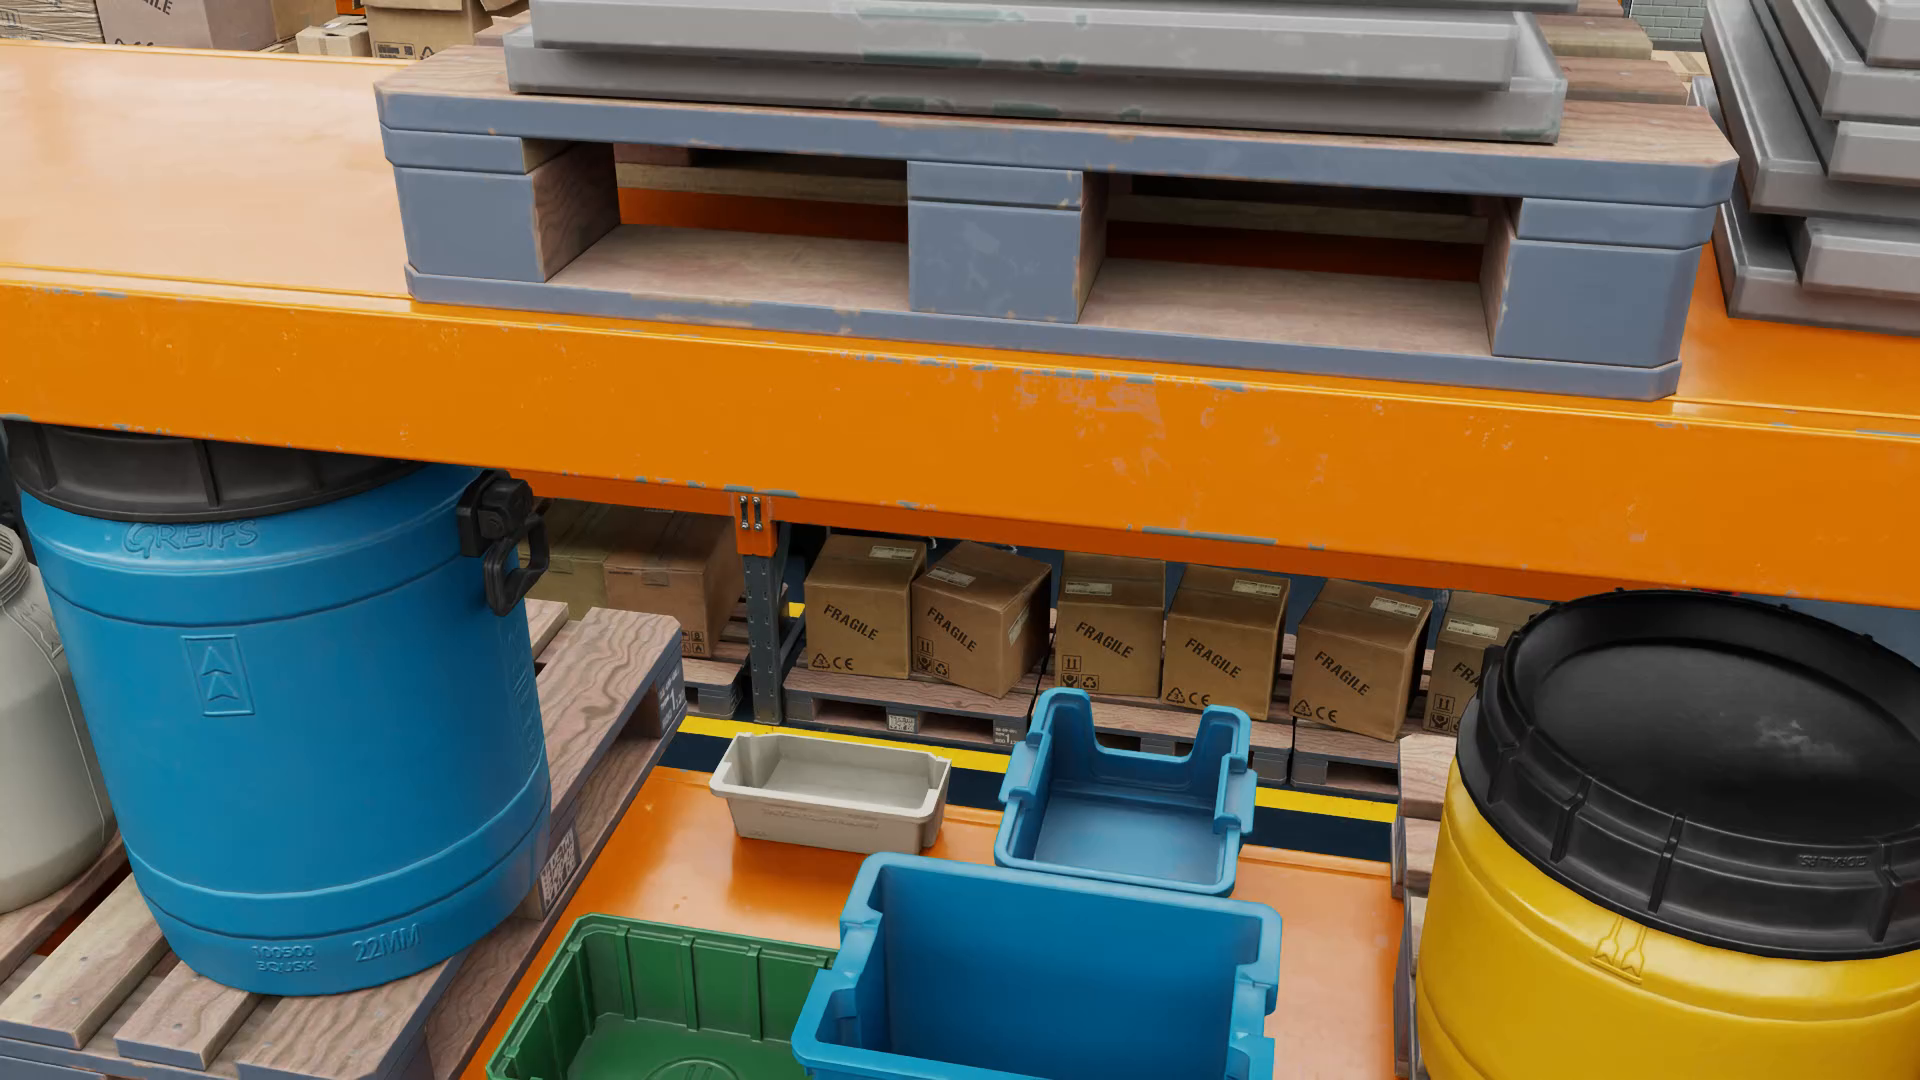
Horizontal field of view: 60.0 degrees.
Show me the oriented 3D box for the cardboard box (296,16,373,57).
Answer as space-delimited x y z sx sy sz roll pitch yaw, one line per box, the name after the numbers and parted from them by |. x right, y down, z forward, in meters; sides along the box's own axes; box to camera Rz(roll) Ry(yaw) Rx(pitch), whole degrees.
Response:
-2.693 -2.186 7.301 0.250 0.166 0.380 5 29 9 | cardboard box

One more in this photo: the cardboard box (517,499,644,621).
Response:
-1.897 0.128 8.537 0.500 0.500 0.700 6 29 10 | cardboard box

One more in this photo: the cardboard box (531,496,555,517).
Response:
-2.444 0.072 8.640 0.500 0.500 0.700 3 29 6 | cardboard box

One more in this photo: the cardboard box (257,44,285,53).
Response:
-3.337 -2.033 7.372 0.500 0.250 0.500 6 29 12 | cardboard box

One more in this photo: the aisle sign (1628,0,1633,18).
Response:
4.214 -3.557 10.417 0.004 0.787 0.394 6 29 11 | aisle sign

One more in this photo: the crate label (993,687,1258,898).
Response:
0.277 0.487 2.769 0.408 0.251 0.502 6 29 11 | crate label

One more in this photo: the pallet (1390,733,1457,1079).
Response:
1.250 0.718 2.387 1.213 0.211 1.003 6 29 11 | pallet

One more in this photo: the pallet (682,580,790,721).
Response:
-1.600 0.499 8.619 1.213 0.211 1.003 6 29 11 | pallet

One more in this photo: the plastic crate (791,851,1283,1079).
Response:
0.111 0.722 2.202 0.575 0.384 0.392 6 29 11 | plastic crate

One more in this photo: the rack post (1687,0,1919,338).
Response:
1.326 -0.468 1.754 0.954 0.300 0.937 9 30 16 | rack post

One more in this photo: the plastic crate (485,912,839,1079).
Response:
-0.387 0.742 2.368 0.450 0.188 0.336 6 29 11 | plastic crate

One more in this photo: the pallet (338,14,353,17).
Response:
-8.618 -7.526 23.277 1.213 0.211 1.003 6 29 11 | pallet

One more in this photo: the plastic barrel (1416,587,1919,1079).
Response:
0.897 0.443 2.060 0.600 0.588 0.600 0 29 0 | plastic barrel

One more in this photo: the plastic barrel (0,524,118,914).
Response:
-1.493 0.265 2.464 0.421 0.512 0.421 0 29 0 | plastic barrel

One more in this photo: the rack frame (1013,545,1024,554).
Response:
0.345 -0.455 9.331 0.015 1.200 0.240 9 30 15 | rack frame

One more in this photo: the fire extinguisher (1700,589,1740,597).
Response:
3.089 0.016 6.678 0.183 0.674 0.296 6 29 11 | fire extinguisher

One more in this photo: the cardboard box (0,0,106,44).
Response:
-3.849 -2.407 7.274 0.500 0.500 0.500 6 29 11 | cardboard box

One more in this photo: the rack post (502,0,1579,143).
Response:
0.137 -0.698 1.733 0.954 0.300 0.937 5 29 10 | rack post

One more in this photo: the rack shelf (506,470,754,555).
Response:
-2.795 -0.532 8.347 4.000 0.370 1.077 6 29 11 | rack shelf

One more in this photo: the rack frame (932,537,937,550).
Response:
-0.120 -0.526 9.461 0.015 1.200 0.240 9 30 15 | rack frame

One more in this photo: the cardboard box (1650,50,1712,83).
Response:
2.852 -1.807 6.544 0.250 0.149 0.380 6 29 10 | cardboard box

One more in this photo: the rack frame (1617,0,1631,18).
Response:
4.208 -2.565 11.312 0.127 3.000 1.000 6 29 11 | rack frame

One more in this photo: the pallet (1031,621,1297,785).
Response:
1.022 0.748 8.164 1.213 0.211 1.003 6 29 11 | pallet

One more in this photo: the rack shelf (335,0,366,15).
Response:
-4.637 -5.587 17.581 4.000 0.370 1.077 6 29 11 | rack shelf

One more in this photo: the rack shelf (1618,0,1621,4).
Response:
2.252 -3.766 11.131 4.000 0.370 1.077 6 29 11 | rack shelf

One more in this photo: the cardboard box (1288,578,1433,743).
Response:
1.874 0.552 7.784 0.500 0.500 0.500 14 32 24 | cardboard box

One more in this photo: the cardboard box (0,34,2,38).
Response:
-4.345 -2.459 7.370 0.500 0.500 0.500 6 29 11 | cardboard box

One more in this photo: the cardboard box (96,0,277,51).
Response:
-3.356 -2.359 7.188 0.500 0.500 0.500 5 29 9 | cardboard box

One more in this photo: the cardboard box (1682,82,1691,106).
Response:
2.736 -1.552 6.079 0.250 0.149 0.380 6 29 11 | cardboard box

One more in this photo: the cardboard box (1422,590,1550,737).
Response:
2.466 0.596 7.704 0.500 0.500 0.500 11 31 20 | cardboard box

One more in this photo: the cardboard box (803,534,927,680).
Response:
-0.456 0.324 8.200 0.500 0.500 0.500 5 29 9 | cardboard box

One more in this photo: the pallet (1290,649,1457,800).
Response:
2.212 0.871 7.938 1.213 0.211 1.003 6 29 11 | pallet

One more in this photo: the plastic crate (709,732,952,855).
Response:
-0.219 0.450 2.955 0.396 0.136 0.243 6 29 11 | plastic crate

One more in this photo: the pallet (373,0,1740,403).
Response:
0.136 -0.503 1.912 1.213 0.211 1.003 6 29 11 | pallet

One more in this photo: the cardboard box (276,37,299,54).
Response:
-3.256 -2.271 7.806 0.500 0.250 0.500 7 29 12 | cardboard box

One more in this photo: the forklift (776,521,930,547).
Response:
-1.545 -1.566 9.559 3.031 2.935 1.130 9 30 15 | forklift

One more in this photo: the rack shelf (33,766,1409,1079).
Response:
0.083 0.879 2.646 4.000 0.370 1.077 6 29 11 | rack shelf

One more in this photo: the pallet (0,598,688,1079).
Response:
-1.147 0.473 2.836 1.003 0.211 1.213 6 29 11 | pallet

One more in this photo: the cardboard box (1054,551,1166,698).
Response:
0.729 0.403 8.055 0.500 0.500 0.500 3 29 6 | cardboard box

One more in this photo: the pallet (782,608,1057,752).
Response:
-0.175 0.627 8.385 1.213 0.211 1.003 6 29 11 | pallet

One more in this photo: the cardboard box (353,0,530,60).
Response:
-2.199 -2.380 7.305 0.637 0.503 0.797 7 29 13 | cardboard box

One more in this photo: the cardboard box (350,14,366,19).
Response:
-5.970 -5.331 18.139 0.875 0.875 0.875 7 29 12 | cardboard box

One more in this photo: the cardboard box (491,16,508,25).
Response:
-1.779 -2.135 7.106 0.258 0.266 0.396 7 29 12 | cardboard box

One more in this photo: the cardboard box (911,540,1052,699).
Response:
0.106 0.378 8.102 0.500 0.500 0.500 16 32 26 | cardboard box

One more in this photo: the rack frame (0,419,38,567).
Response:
-1.873 -0.953 2.119 0.127 3.000 1.000 6 29 11 | rack frame

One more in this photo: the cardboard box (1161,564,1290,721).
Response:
1.266 0.480 7.915 0.500 0.500 0.500 9 30 15 | cardboard box

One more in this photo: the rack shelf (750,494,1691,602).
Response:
1.117 -0.131 7.615 4.000 0.370 1.077 6 29 11 | rack shelf

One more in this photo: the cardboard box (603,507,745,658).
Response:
-1.435 0.185 8.434 0.500 0.500 0.700 4 29 7 | cardboard box

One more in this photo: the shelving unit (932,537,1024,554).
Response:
0.113 -0.490 9.396 0.503 1.200 0.258 9 30 15 | shelving unit

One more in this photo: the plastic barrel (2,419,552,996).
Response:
-0.922 0.109 2.344 0.708 0.901 0.600 6 29 11 | plastic barrel

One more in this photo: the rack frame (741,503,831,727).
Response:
-0.839 -0.647 7.808 0.127 3.000 1.000 6 29 11 | rack frame

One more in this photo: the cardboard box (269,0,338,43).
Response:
-3.247 -2.594 7.615 0.500 0.500 0.500 6 29 11 | cardboard box

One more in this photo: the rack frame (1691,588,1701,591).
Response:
3.073 -0.246 7.076 0.127 3.000 1.000 6 29 11 | rack frame
